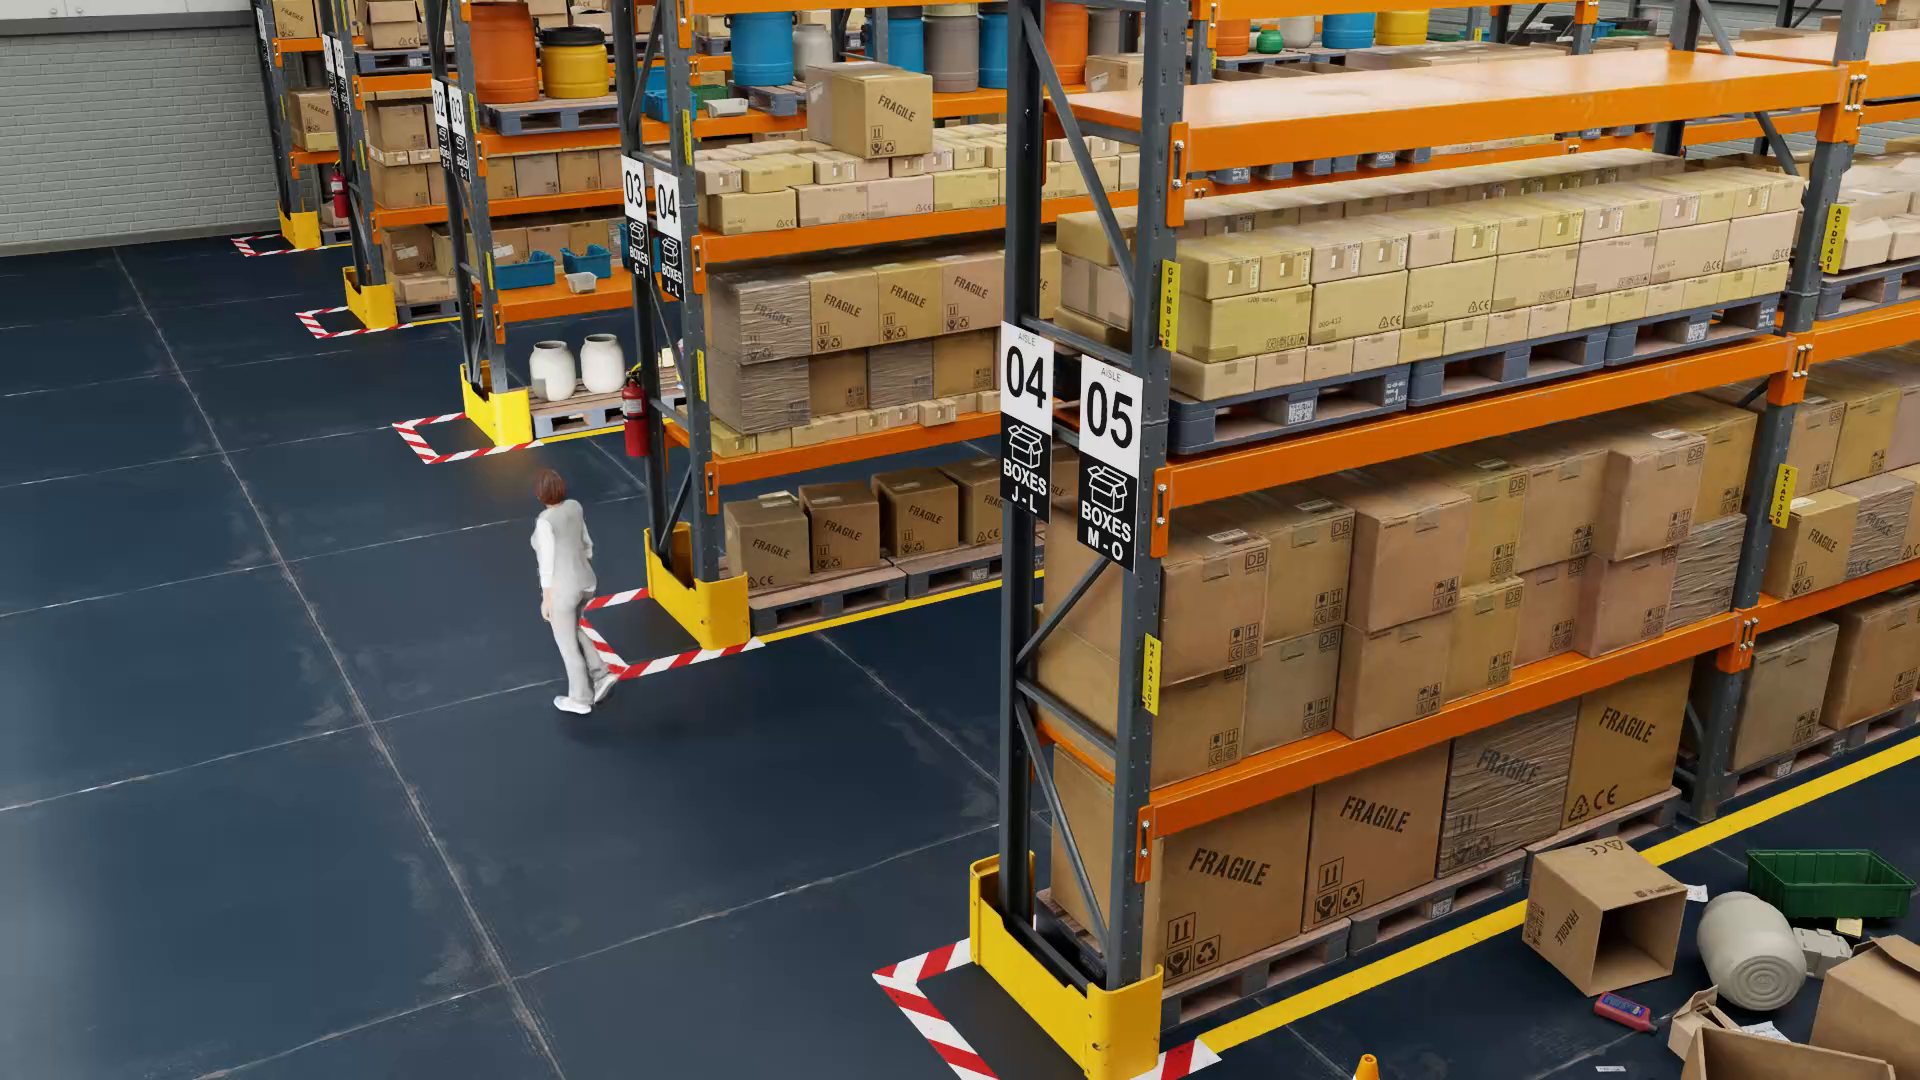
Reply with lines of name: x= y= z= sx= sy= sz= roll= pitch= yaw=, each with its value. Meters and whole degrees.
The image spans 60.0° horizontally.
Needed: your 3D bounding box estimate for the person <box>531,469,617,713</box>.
person: x=-2.373 y=0.317 z=10.292 sx=0.469 sy=1.574 sz=0.452 roll=11 pitch=24 yaw=25
